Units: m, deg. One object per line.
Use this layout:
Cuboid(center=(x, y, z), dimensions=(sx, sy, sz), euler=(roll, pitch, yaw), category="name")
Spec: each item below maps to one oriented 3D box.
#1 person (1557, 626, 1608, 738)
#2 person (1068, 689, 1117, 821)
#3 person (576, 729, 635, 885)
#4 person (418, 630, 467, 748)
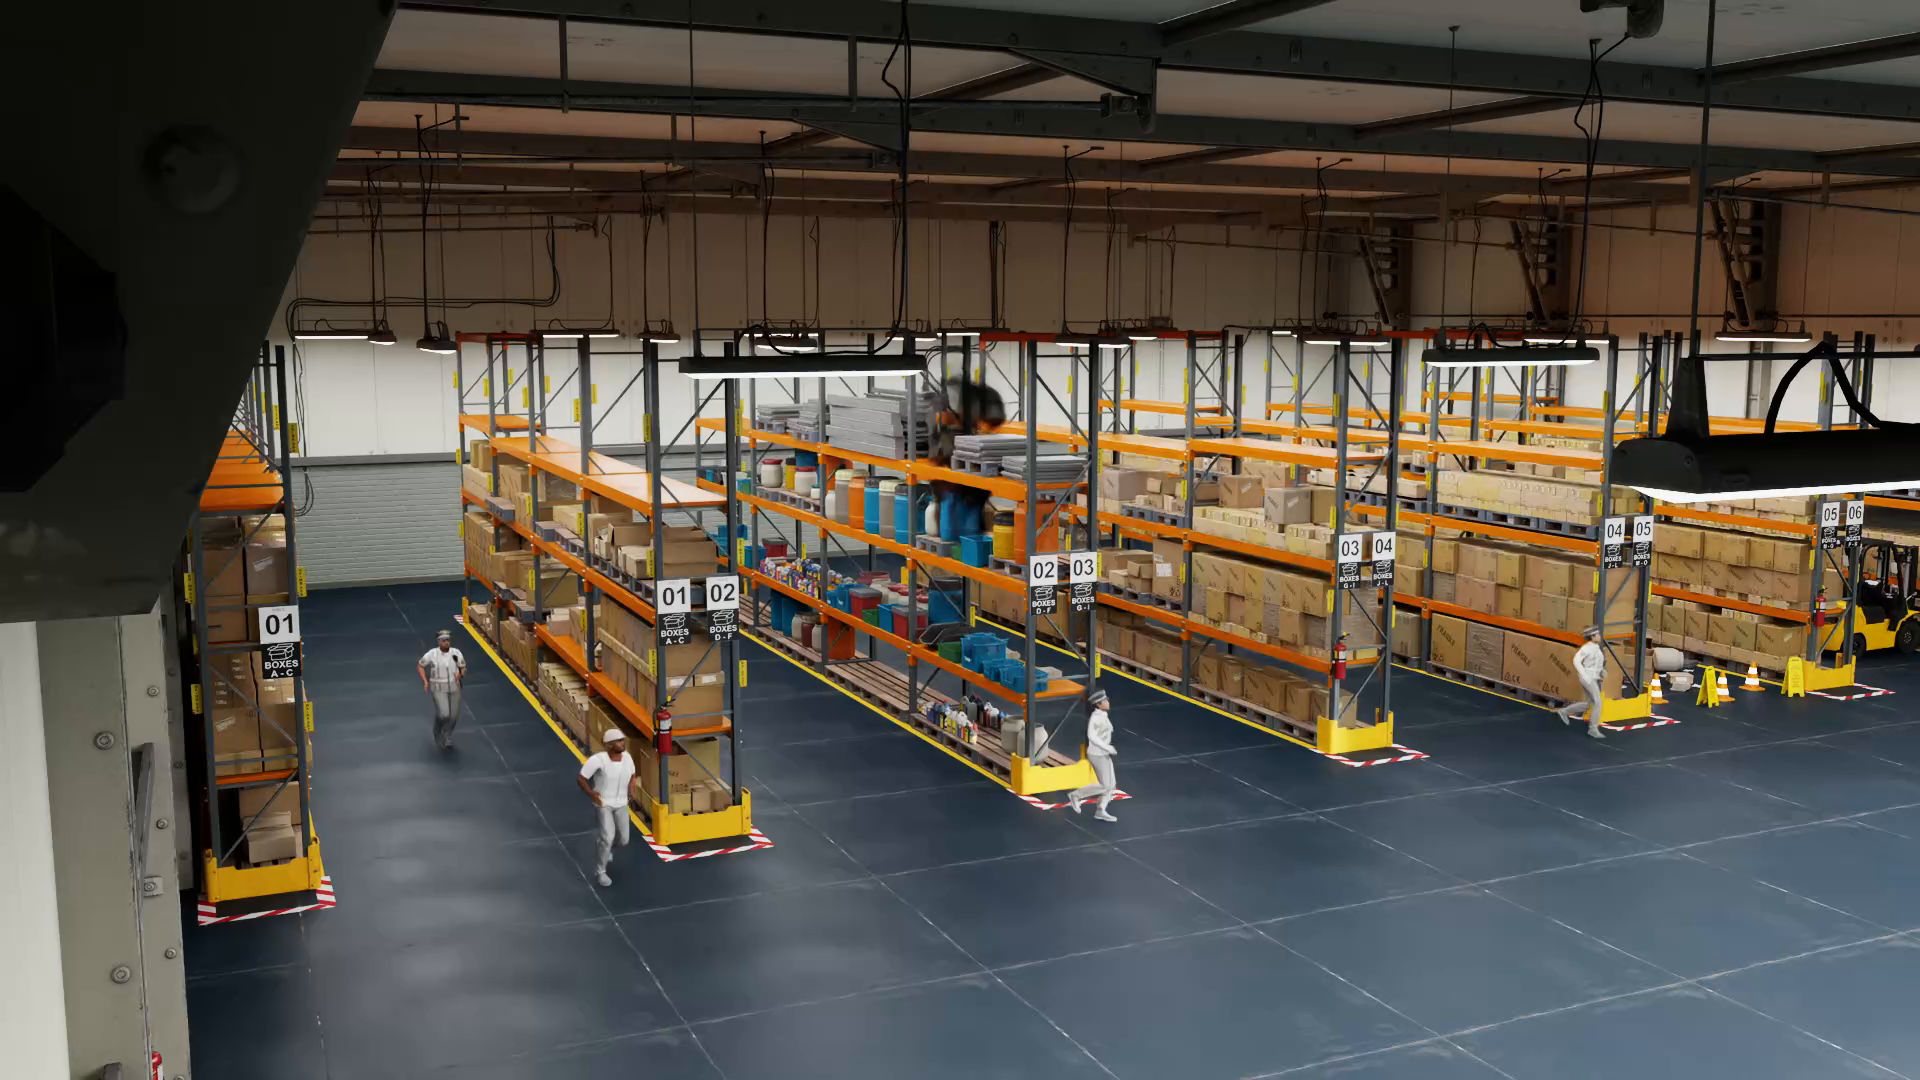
Cuboid(center=(9.512, 2.135, 25.281), dimensions=(0.770, 1.688, 0.624), euler=(6, 10, 37), category="person")
Cuboid(center=(1.691, 2.705, 20.999), dimensions=(0.620, 1.660, 0.637), euler=(1, 8, 9), category="person")
Cuboid(center=(-3.969, 2.975, 18.875), dimensions=(0.721, 1.693, 0.662), euler=(-7, 10, -41), category="person")
Cuboid(center=(-7.520, 2.184, 24.335), dimensions=(0.647, 1.754, 0.659), euler=(-5, 9, -35), category="person")
